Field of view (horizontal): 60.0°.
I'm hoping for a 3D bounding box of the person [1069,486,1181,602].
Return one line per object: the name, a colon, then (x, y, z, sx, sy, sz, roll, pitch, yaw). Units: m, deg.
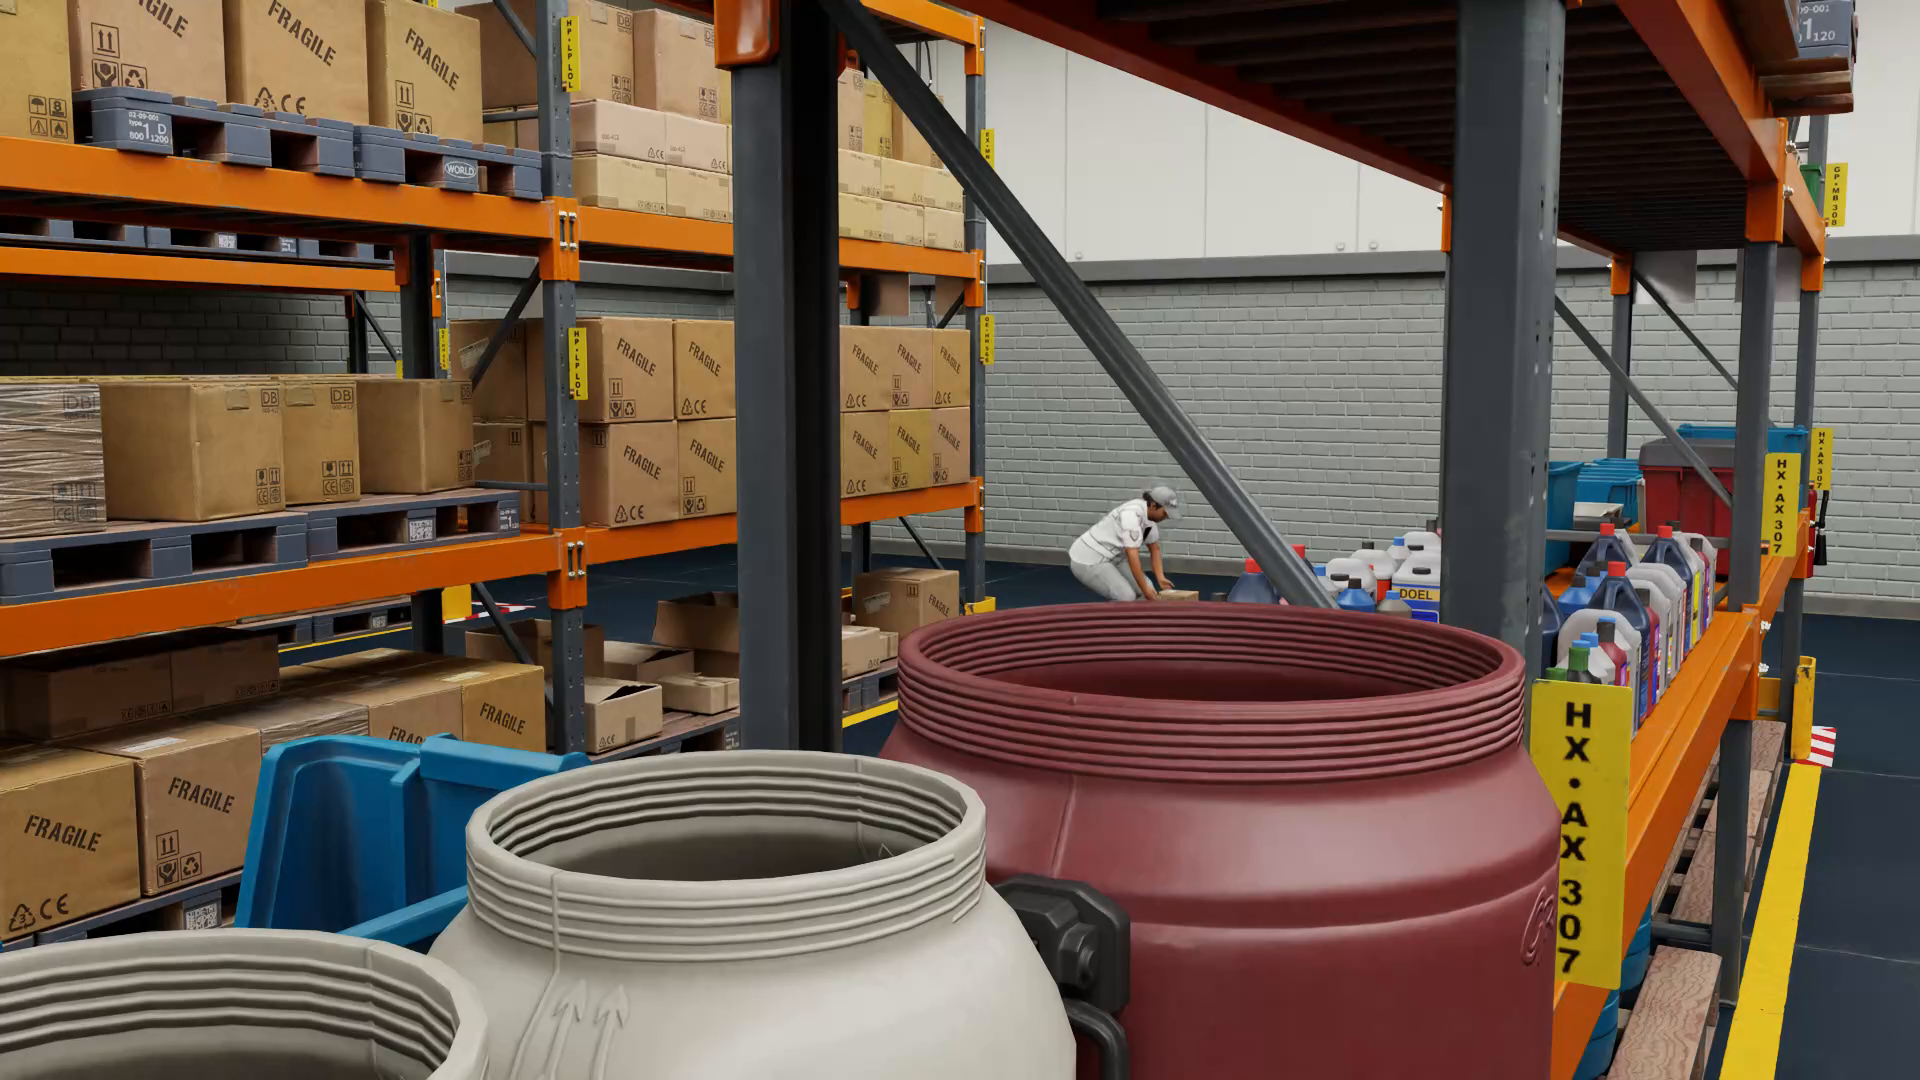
person: (1.210, 0.205, 12.115, 0.803, 1.212, 0.541, 3, 7, 29)
